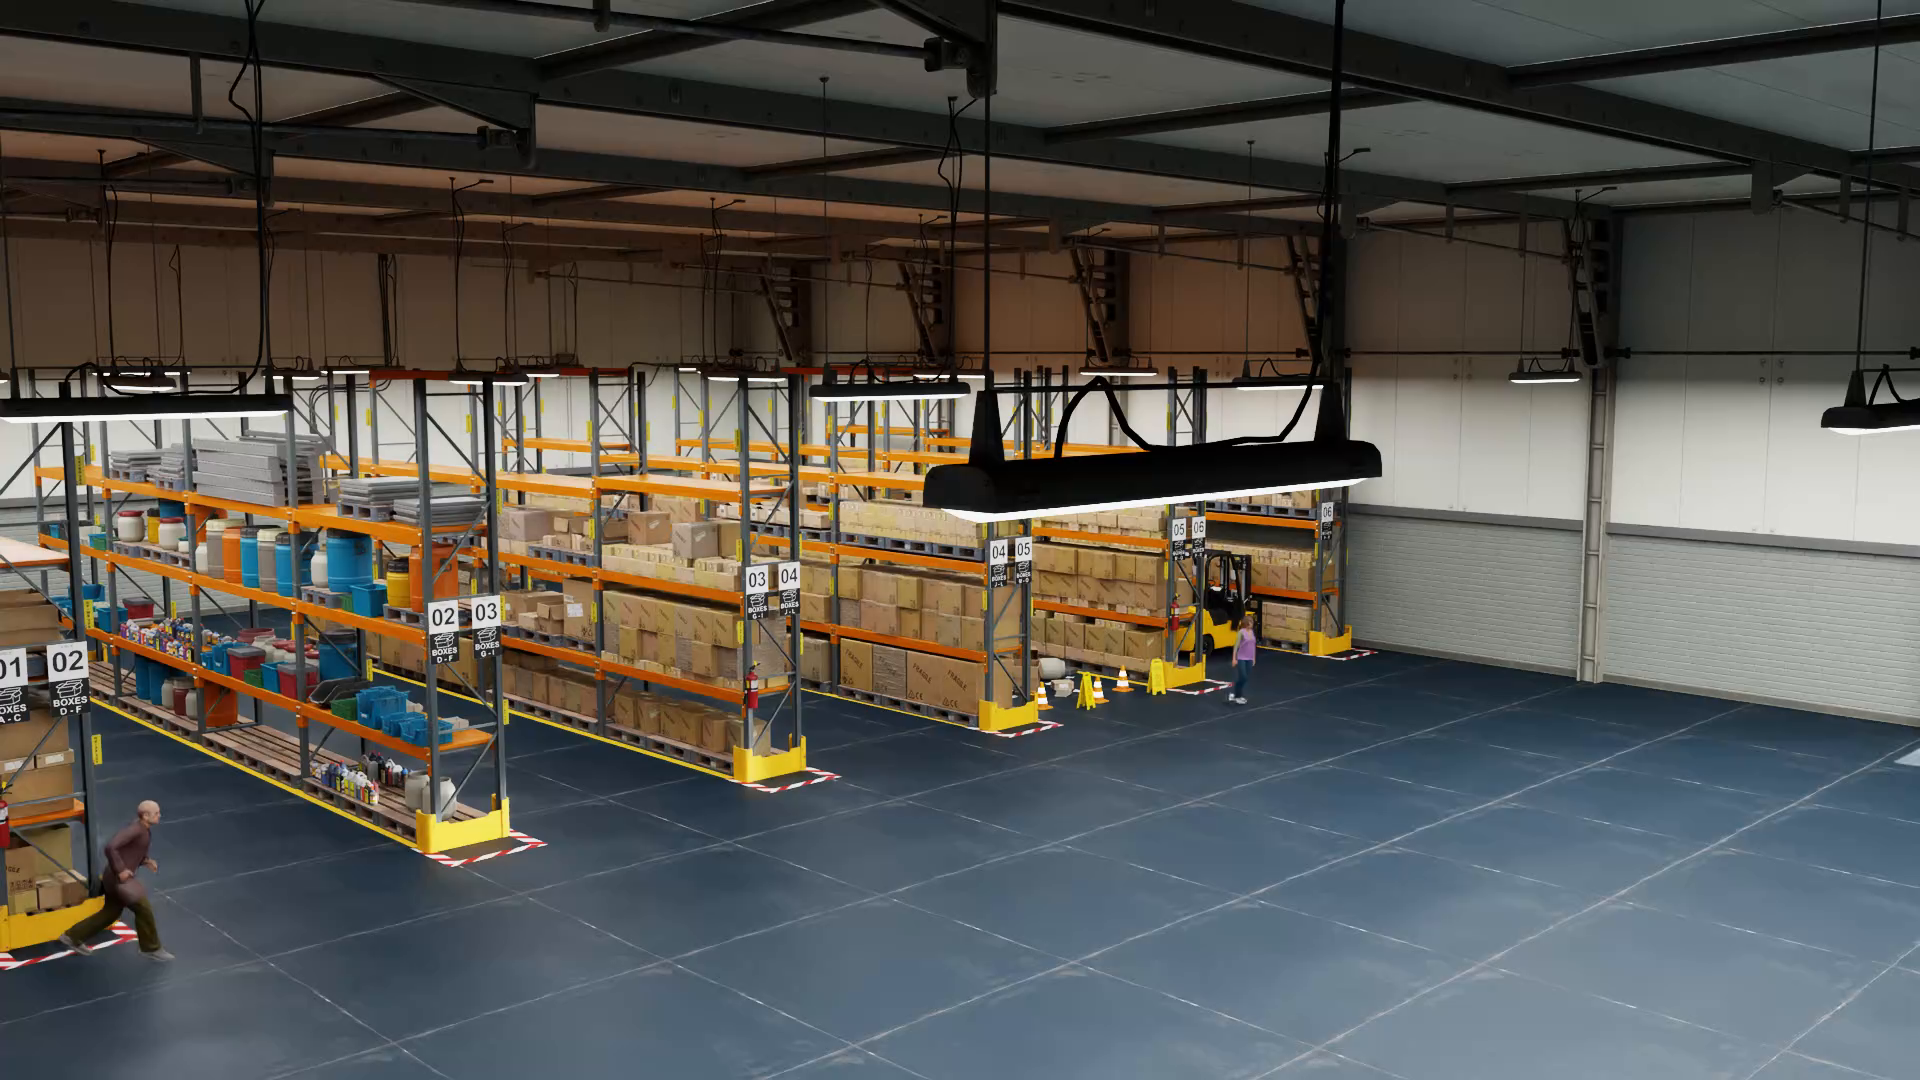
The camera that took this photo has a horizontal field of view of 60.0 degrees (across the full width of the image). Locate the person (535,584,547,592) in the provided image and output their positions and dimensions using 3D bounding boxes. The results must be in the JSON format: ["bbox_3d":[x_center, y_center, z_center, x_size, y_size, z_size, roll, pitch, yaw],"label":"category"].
[{"bbox_3d":[-8.540,1.724,33.814,0.852,1.722,0.670,0,6,4],"label":"person"}]

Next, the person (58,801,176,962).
[{"bbox_3d":[-8.744,3.574,17.165,1.094,1.741,0.749,-1,7,-12],"label":"person"}]

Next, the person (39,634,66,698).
[{"bbox_3d":[-15.841,2.352,28.886,0.805,1.482,0.642,3,7,28],"label":"person"}]

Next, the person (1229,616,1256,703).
[{"bbox_3d":[5.086,2.156,29.950,0.502,1.587,0.408,-6,9,-42],"label":"person"}]
